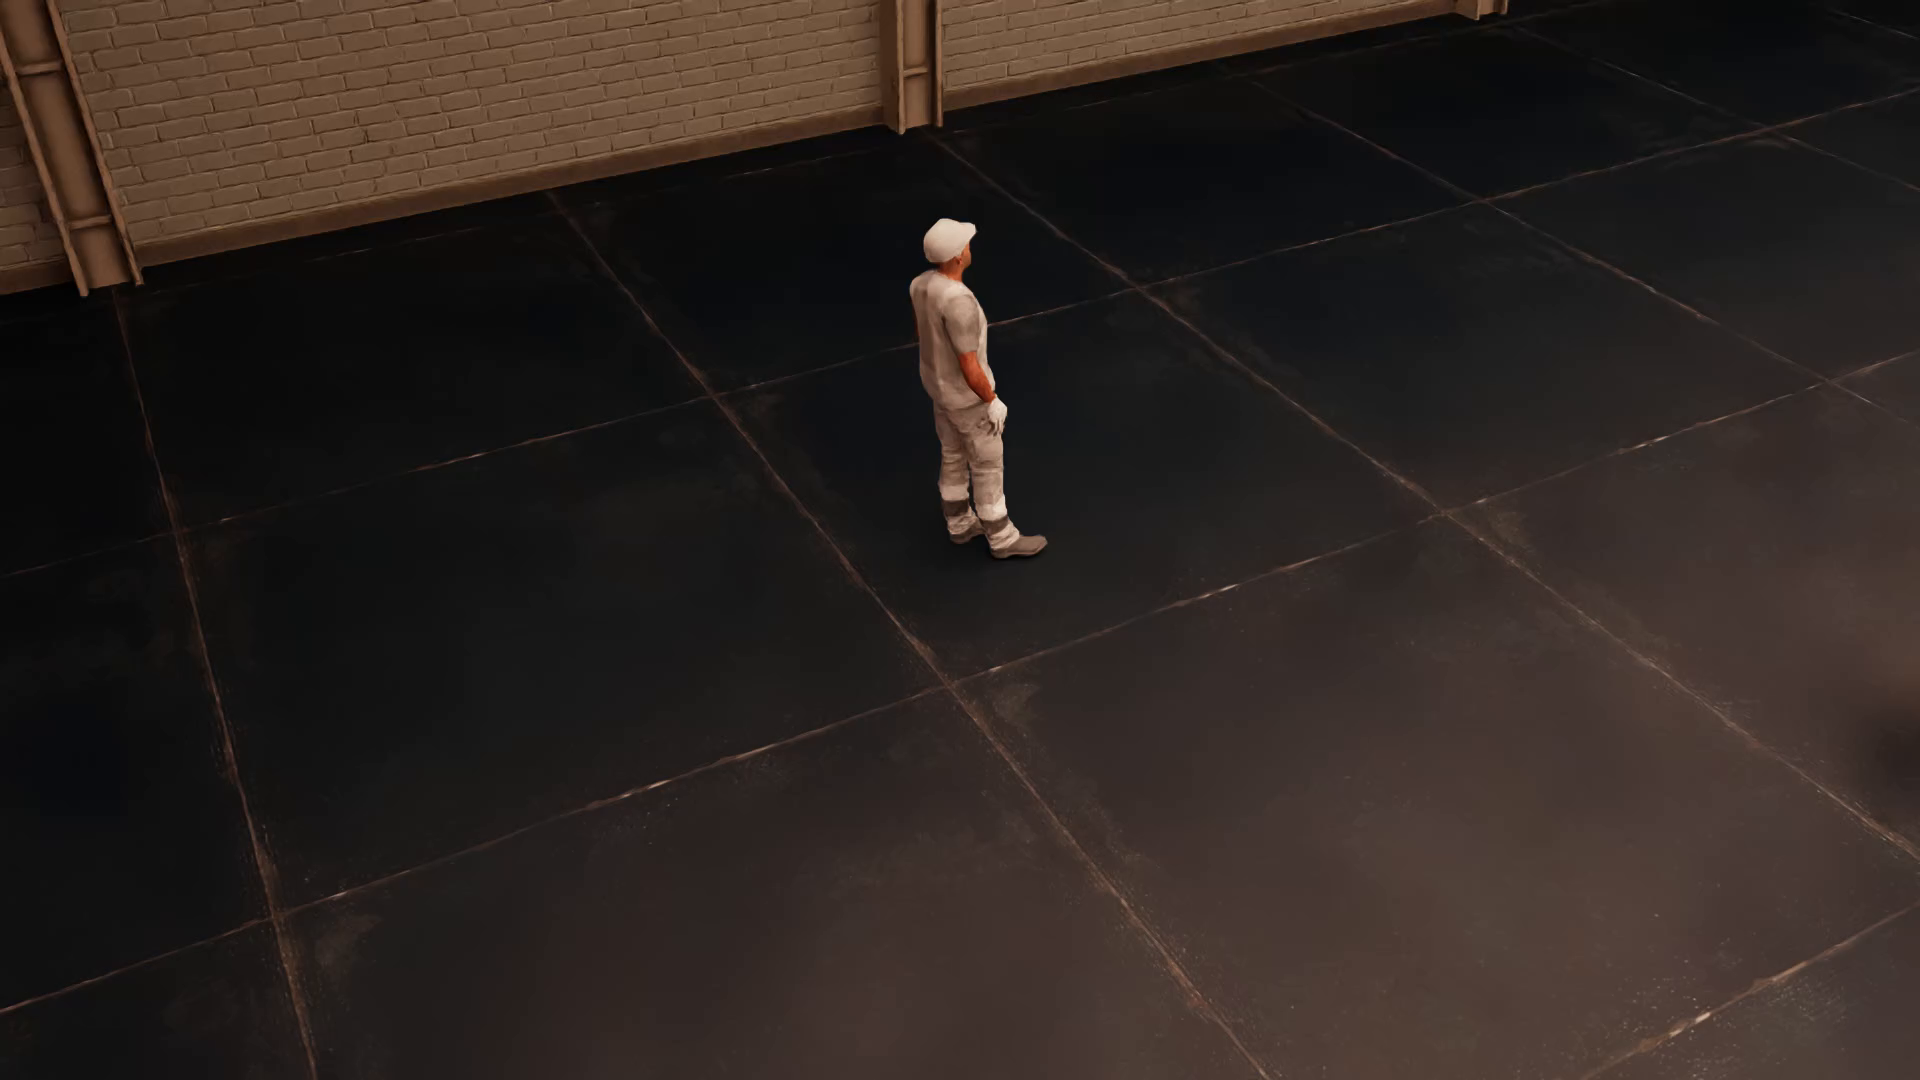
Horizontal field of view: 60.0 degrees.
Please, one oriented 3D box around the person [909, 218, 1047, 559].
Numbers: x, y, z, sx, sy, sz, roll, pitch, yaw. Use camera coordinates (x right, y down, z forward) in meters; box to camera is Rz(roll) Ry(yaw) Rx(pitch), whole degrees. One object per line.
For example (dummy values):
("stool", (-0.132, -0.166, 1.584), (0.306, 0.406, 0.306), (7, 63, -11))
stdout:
("person", (0.076, -0.752, 8.165), (0.563, 1.787, 0.637), (-17, 39, -23))
